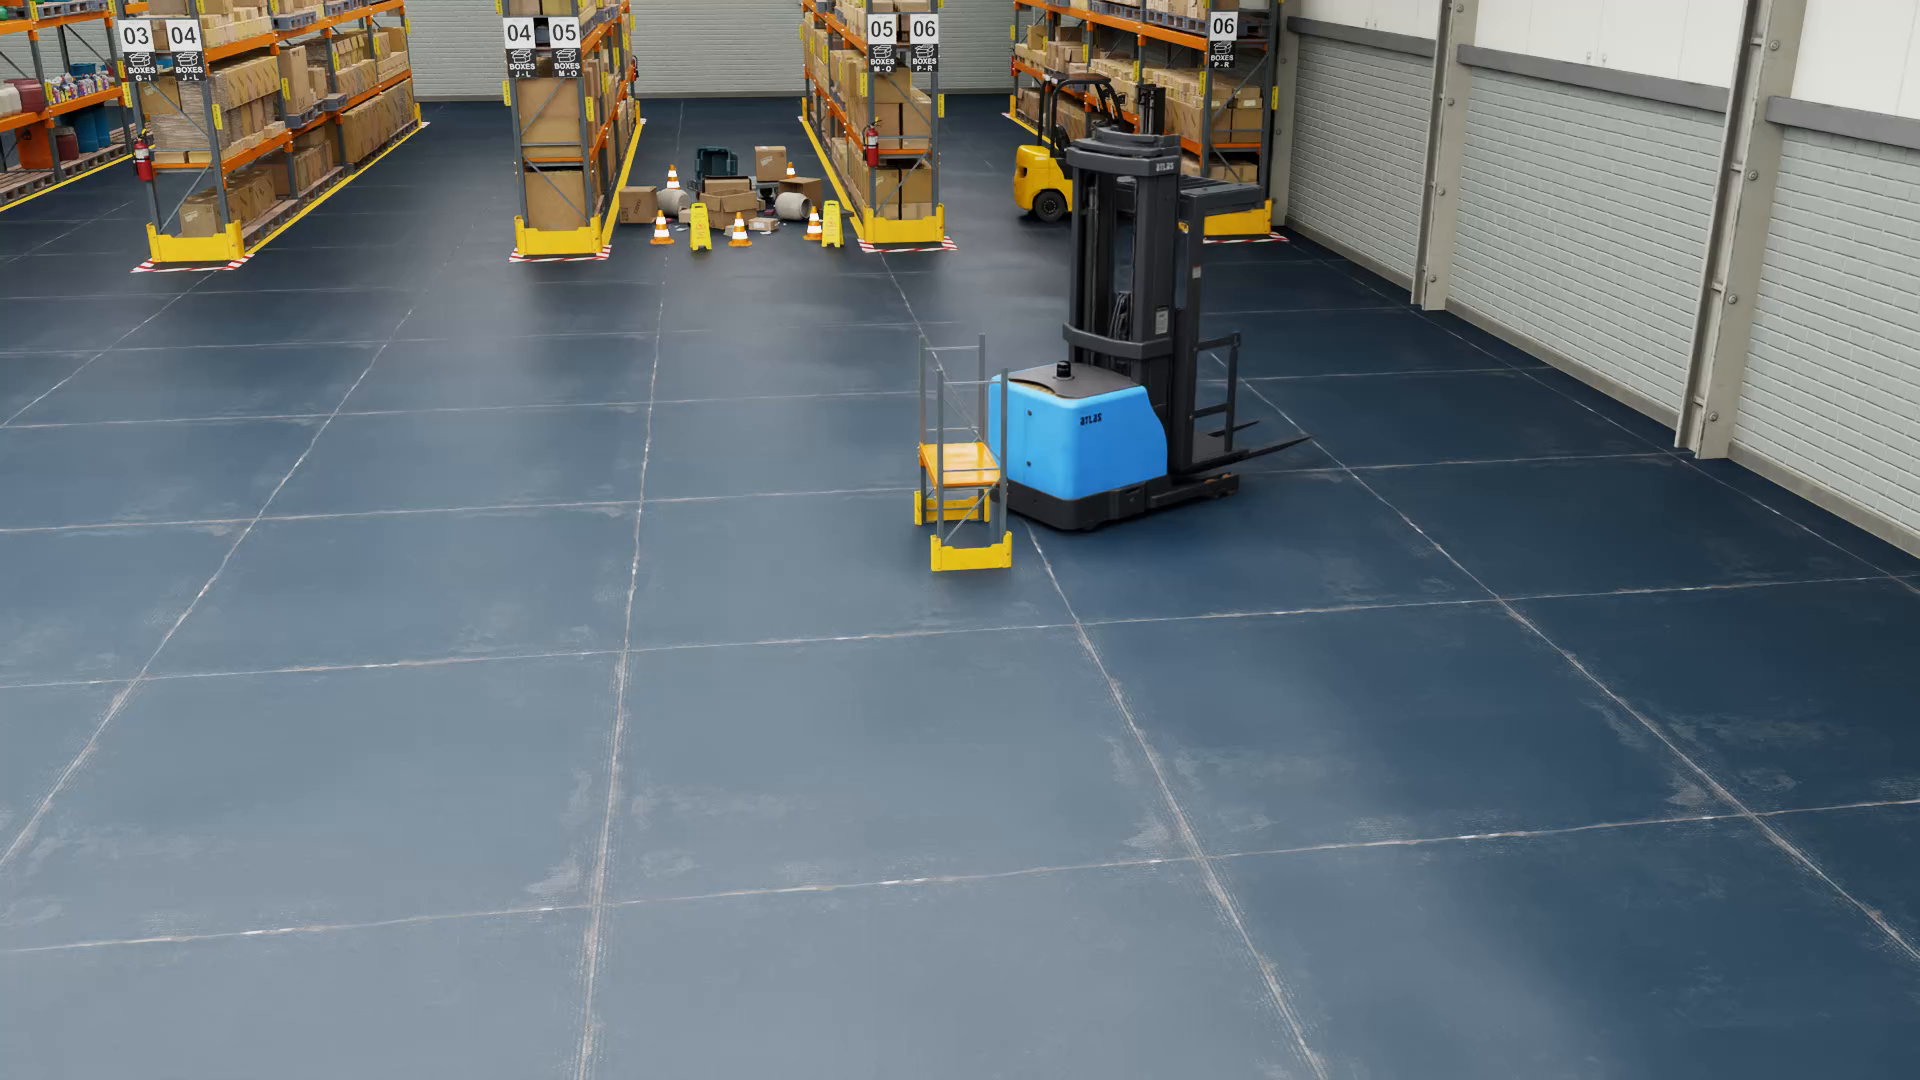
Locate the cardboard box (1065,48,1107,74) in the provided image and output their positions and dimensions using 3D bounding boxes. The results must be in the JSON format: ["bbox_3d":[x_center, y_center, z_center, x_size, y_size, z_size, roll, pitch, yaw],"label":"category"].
[{"bbox_3d":[2.522,-9.633,33.474,0.797,0.503,0.637,-3,21,-9],"label":"cardboard box"}]

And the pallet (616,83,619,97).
[{"bbox_3d":[-7.063,-8.448,31.321,1.213,0.211,1.003,-3,21,-8],"label":"pallet"}]

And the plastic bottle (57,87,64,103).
[{"bbox_3d":[-16.462,-8.152,30.421,0.061,0.283,0.133,-3,21,-8],"label":"plastic bottle"}]

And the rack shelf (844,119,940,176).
[{"bbox_3d":[-1.106,-6.166,25.967,1.077,0.370,4.000,-3,21,-8],"label":"rack shelf"}]

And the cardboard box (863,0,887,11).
[{"bbox_3d":[-1.213,-7.753,24.119,0.380,0.149,0.250,-3,21,-8],"label":"cardboard box"}]

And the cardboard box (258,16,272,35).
[{"bbox_3d":[-10.877,-7.886,25.471,0.500,0.250,0.500,-2,21,-6],"label":"cardboard box"}]

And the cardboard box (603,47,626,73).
[{"bbox_3d":[-7.254,-10.052,34.773,0.500,0.500,0.500,-3,21,-9],"label":"cardboard box"}]

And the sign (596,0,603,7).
[{"bbox_3d":[-5.729,-8.624,26.381,0.100,0.325,0.005,-3,21,-8],"label":"sign"}]

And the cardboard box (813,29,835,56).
[{"bbox_3d":[-2.769,-10.314,34.473,0.500,0.500,0.500,-3,21,-7],"label":"cardboard box"}]

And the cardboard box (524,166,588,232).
[{"bbox_3d":[-5.865,-4.959,24.143,0.875,0.875,0.875,-3,21,-7],"label":"cardboard box"}]

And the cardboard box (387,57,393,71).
[{"bbox_3d":[-12.310,-10.062,35.160,0.500,0.250,0.500,-2,21,-6],"label":"cardboard box"}]

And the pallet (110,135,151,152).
[{"bbox_3d":[-17.400,-8.162,34.269,1.003,0.211,1.213,-3,21,-8],"label":"pallet"}]

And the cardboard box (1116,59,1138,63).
[{"bbox_3d":[3.187,-9.081,31.672,0.380,0.149,0.250,-2,21,-6],"label":"cardboard box"}]

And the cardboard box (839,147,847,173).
[{"bbox_3d":[-1.682,-6.833,29.878,0.950,0.372,0.625,-2,21,-6],"label":"cardboard box"}]

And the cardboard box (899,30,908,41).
[{"bbox_3d":[-0.671,-7.316,24.089,0.380,0.149,0.250,-4,21,-9],"label":"cardboard box"}]

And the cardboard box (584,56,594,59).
[{"bbox_3d":[-6.432,-7.776,27.677,0.700,0.500,0.500,-3,21,-9],"label":"cardboard box"}]

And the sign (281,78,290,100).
[{"bbox_3d":[-10.665,-7.132,26.286,0.100,0.325,0.005,-3,21,-8],"label":"sign"}]

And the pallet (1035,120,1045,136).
[{"bbox_3d":[2.265,-9.149,36.910,1.003,0.211,1.213,-3,21,-8],"label":"pallet"}]

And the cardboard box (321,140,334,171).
[{"bbox_3d":[-11.661,-6.885,29.807,0.700,0.500,0.500,-4,21,-11],"label":"cardboard box"}]

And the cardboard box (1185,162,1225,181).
[{"bbox_3d":[3.718,-5.583,25.279,0.500,0.250,0.500,-2,21,-6],"label":"cardboard box"}]

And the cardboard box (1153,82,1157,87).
[{"bbox_3d":[3.368,-7.407,27.191,0.380,0.149,0.250,-2,21,-7],"label":"cardboard box"}]

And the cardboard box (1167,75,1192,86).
[{"bbox_3d":[3.533,-7.370,26.667,0.380,0.149,0.250,-3,21,-8],"label":"cardboard box"}]

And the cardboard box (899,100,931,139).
[{"bbox_3d":[-0.612,-6.175,24.395,0.500,0.500,0.500,-3,21,-9],"label":"cardboard box"}]

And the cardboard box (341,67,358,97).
[{"bbox_3d":[-11.733,-8.666,31.487,0.500,0.500,0.500,-3,21,-9],"label":"cardboard box"}]

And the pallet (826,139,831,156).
[{"bbox_3d":[-2.183,-7.973,33.761,1.003,0.211,1.213,-3,21,-8],"label":"pallet"}]

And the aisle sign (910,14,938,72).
[{"bbox_3d":[-0.502,-7.023,23.517,0.394,0.787,0.004,-3,21,-8],"label":"aisle sign"}]

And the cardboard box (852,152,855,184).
[{"bbox_3d":[-1.488,-6.053,26.894,0.500,0.500,0.500,-2,21,-6],"label":"cardboard box"}]

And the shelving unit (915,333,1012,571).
[{"bbox_3d":[0.011,-0.676,12.383,0.587,1.500,1.083,-3,21,-8],"label":"shelving unit"}]

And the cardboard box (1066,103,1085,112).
[{"bbox_3d":[2.402,-8.960,34.465,0.380,0.149,0.250,-2,21,-6],"label":"cardboard box"}]

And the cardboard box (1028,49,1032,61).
[{"bbox_3d":[1.830,-10.975,37.603,0.500,0.250,0.500,-3,21,-9],"label":"cardboard box"}]

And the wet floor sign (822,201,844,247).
[{"bbox_3d":[-1.850,-4.588,24.079,0.267,0.644,0.232,4,21,11],"label":"wet floor sign"}]

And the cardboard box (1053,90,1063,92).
[{"bbox_3d":[2.212,-9.552,35.623,0.380,0.149,0.250,-3,21,-9],"label":"cardboard box"}]

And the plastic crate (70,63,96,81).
[{"bbox_3d":[-17.660,-9.381,33.484,0.392,0.384,0.575,-3,21,-8],"label":"plastic crate"}]

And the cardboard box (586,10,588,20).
[{"bbox_3d":[-5.616,-7.629,24.185,0.380,0.149,0.250,-3,21,-8],"label":"cardboard box"}]

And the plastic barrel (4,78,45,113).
[{"bbox_3d":[-16.312,-7.750,28.984,0.600,0.536,0.708,-3,21,-8],"label":"plastic barrel"}]

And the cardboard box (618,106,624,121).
[{"bbox_3d":[-6.923,-8.452,32.960,0.500,0.250,0.500,-4,21,-10],"label":"cardboard box"}]

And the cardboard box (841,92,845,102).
[{"bbox_3d":[-1.835,-7.619,28.587,0.380,0.149,0.250,-3,21,-9],"label":"cardboard box"}]

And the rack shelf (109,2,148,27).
[{"bbox_3d":[-17.544,-10.977,34.560,1.077,0.370,4.000,-3,21,-8],"label":"rack shelf"}]

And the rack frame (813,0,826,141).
[{"bbox_3d":[-2.548,-9.966,35.112,1.000,3.000,0.127,-3,21,-8],"label":"rack frame"}]

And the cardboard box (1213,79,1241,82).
[{"bbox_3d":[4.176,-7.135,26.037,0.380,0.149,0.250,-3,21,-9],"label":"cardboard box"}]

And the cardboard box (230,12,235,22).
[{"bbox_3d":[-10.722,-7.566,24.044,0.380,0.149,0.250,-4,21,-10],"label":"cardboard box"}]

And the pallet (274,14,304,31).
[{"bbox_3d":[-11.185,-8.232,26.452,1.213,0.211,1.003,-3,21,-8],"label":"pallet"}]

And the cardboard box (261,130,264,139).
[{"bbox_3d":[-10.824,-6.168,25.303,0.380,0.149,0.250,-3,21,-8],"label":"cardboard box"}]

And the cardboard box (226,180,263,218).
[{"bbox_3d":[-10.926,-5.172,25.250,0.500,0.500,0.500,-5,21,-13],"label":"cardboard box"}]

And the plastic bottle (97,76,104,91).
[{"bbox_3d":[-16.826,-8.911,32.466,0.152,0.276,0.135,-3,21,-8],"label":"plastic bottle"}]

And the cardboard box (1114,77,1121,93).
[{"bbox_3d":[3.044,-8.124,29.679,0.500,0.250,0.500,-3,21,-7],"label":"cardboard box"}]

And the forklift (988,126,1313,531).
[{"bbox_3d":[1.684,-1.839,13.451,3.031,2.935,1.130,-15,25,-35],"label":"forklift"}]

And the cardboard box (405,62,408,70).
[{"bbox_3d":[-12.515,-10.537,36.999,0.380,0.149,0.250,-3,21,-7],"label":"cardboard box"}]

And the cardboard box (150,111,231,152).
[{"bbox_3d":[-10.677,-5.689,23.093,0.875,0.500,0.500,-3,21,-8],"label":"cardboard box"}]

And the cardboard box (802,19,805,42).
[{"bbox_3d":[-3.337,-11.685,38.144,0.500,0.500,0.500,-3,21,-9],"label":"cardboard box"}]

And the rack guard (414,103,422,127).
[{"bbox_3d":[-12.934,-9.688,37.941,1.175,0.500,0.348,-3,21,-8],"label":"rack guard"}]
